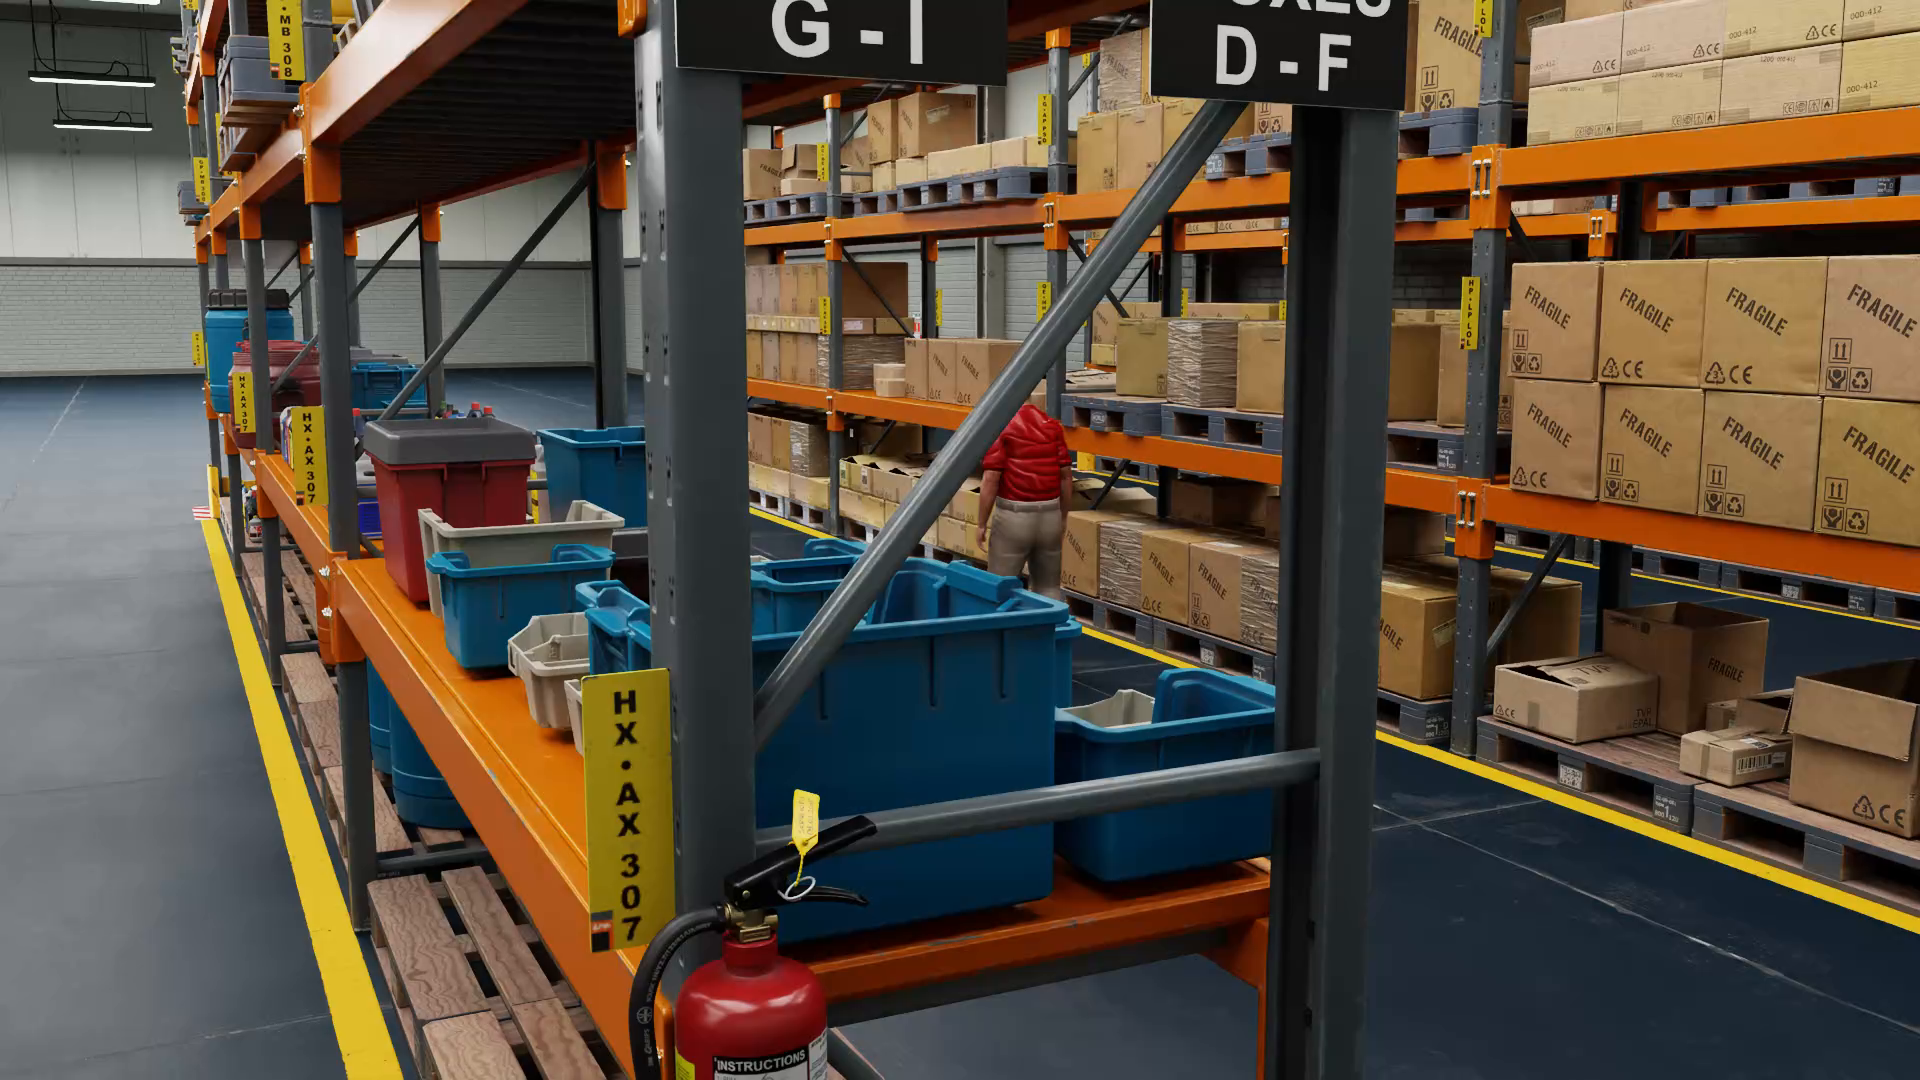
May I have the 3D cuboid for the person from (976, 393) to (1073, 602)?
[{"bbox_3d":[0.362,-0.082,9.438,0.590,1.726,0.388,-4,9,-26],"label":"person"}]
